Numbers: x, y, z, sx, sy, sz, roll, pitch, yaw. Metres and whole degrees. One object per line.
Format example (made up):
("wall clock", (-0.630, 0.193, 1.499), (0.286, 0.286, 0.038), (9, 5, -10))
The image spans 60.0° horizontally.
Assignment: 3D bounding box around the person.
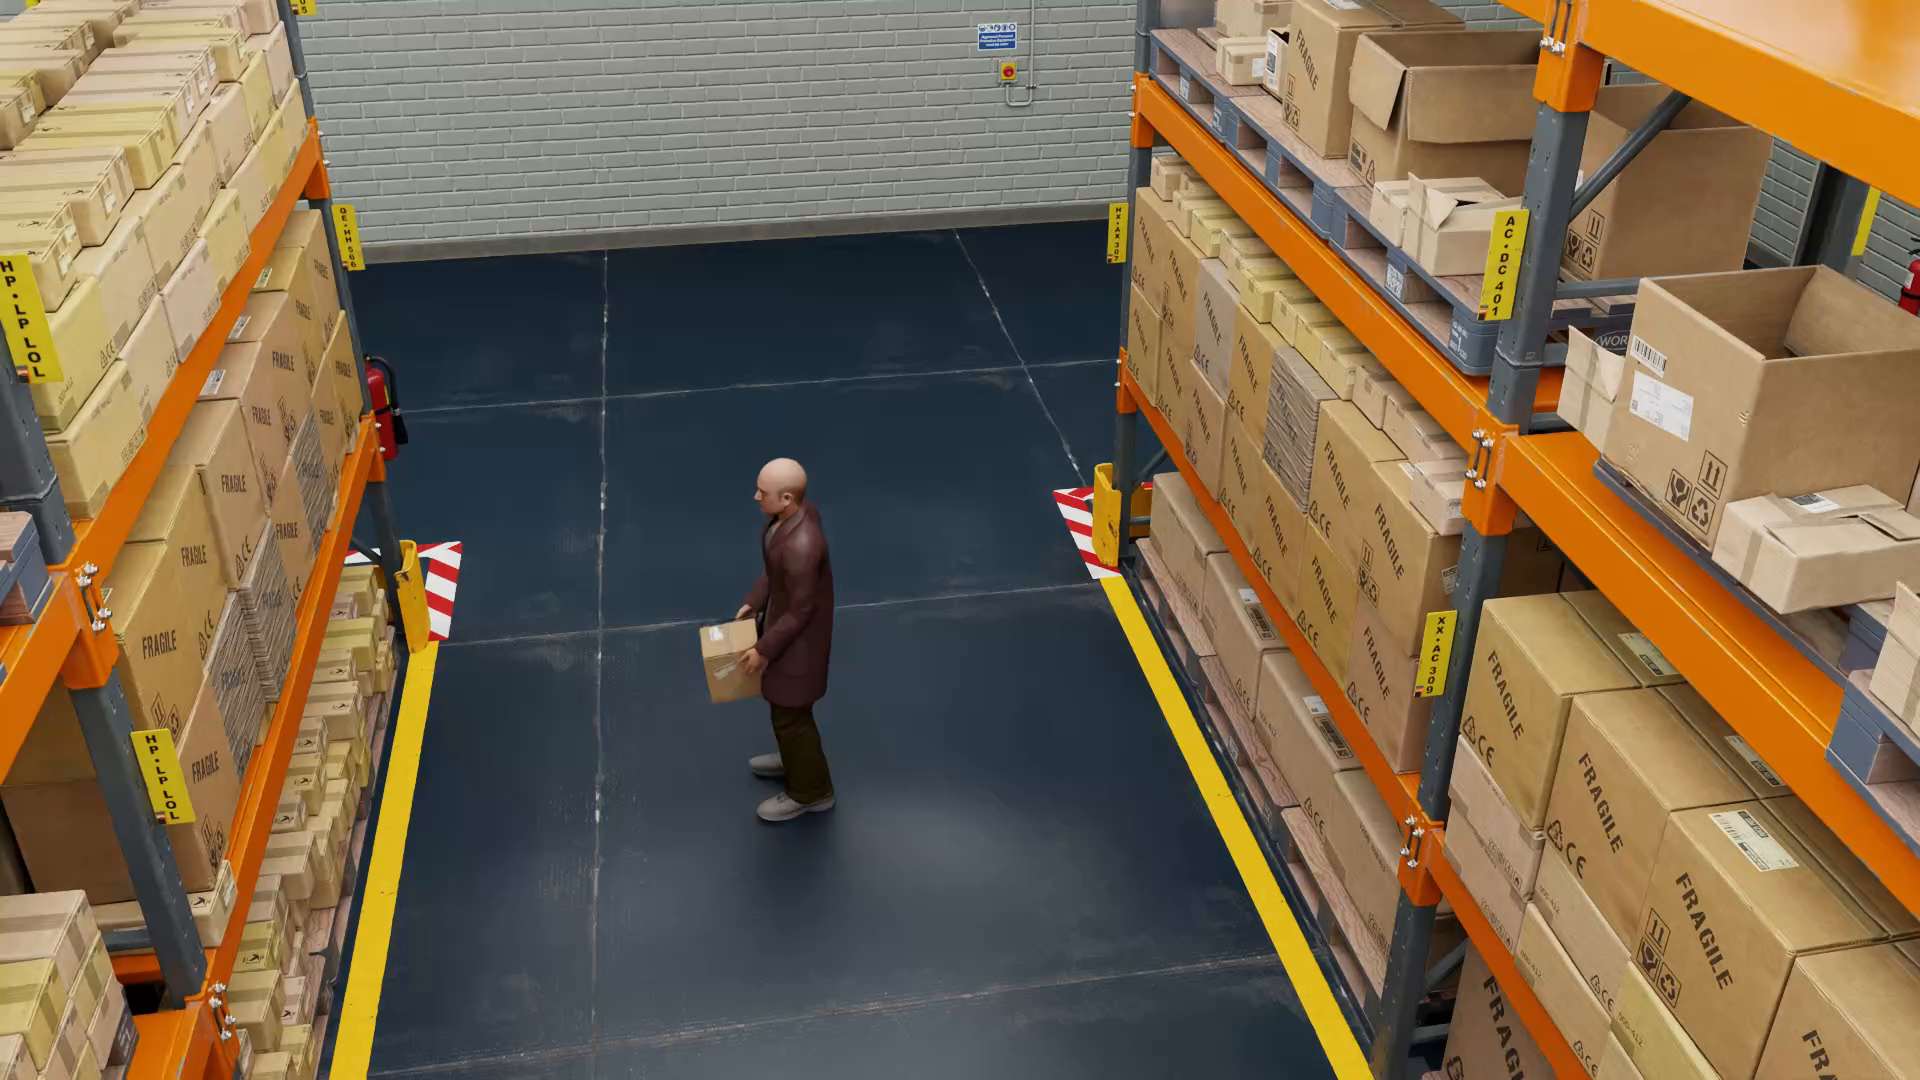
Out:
("person", (-0.779, 0.432, 7.409), (0.443, 1.781, 0.579), (-6, 31, -10))
